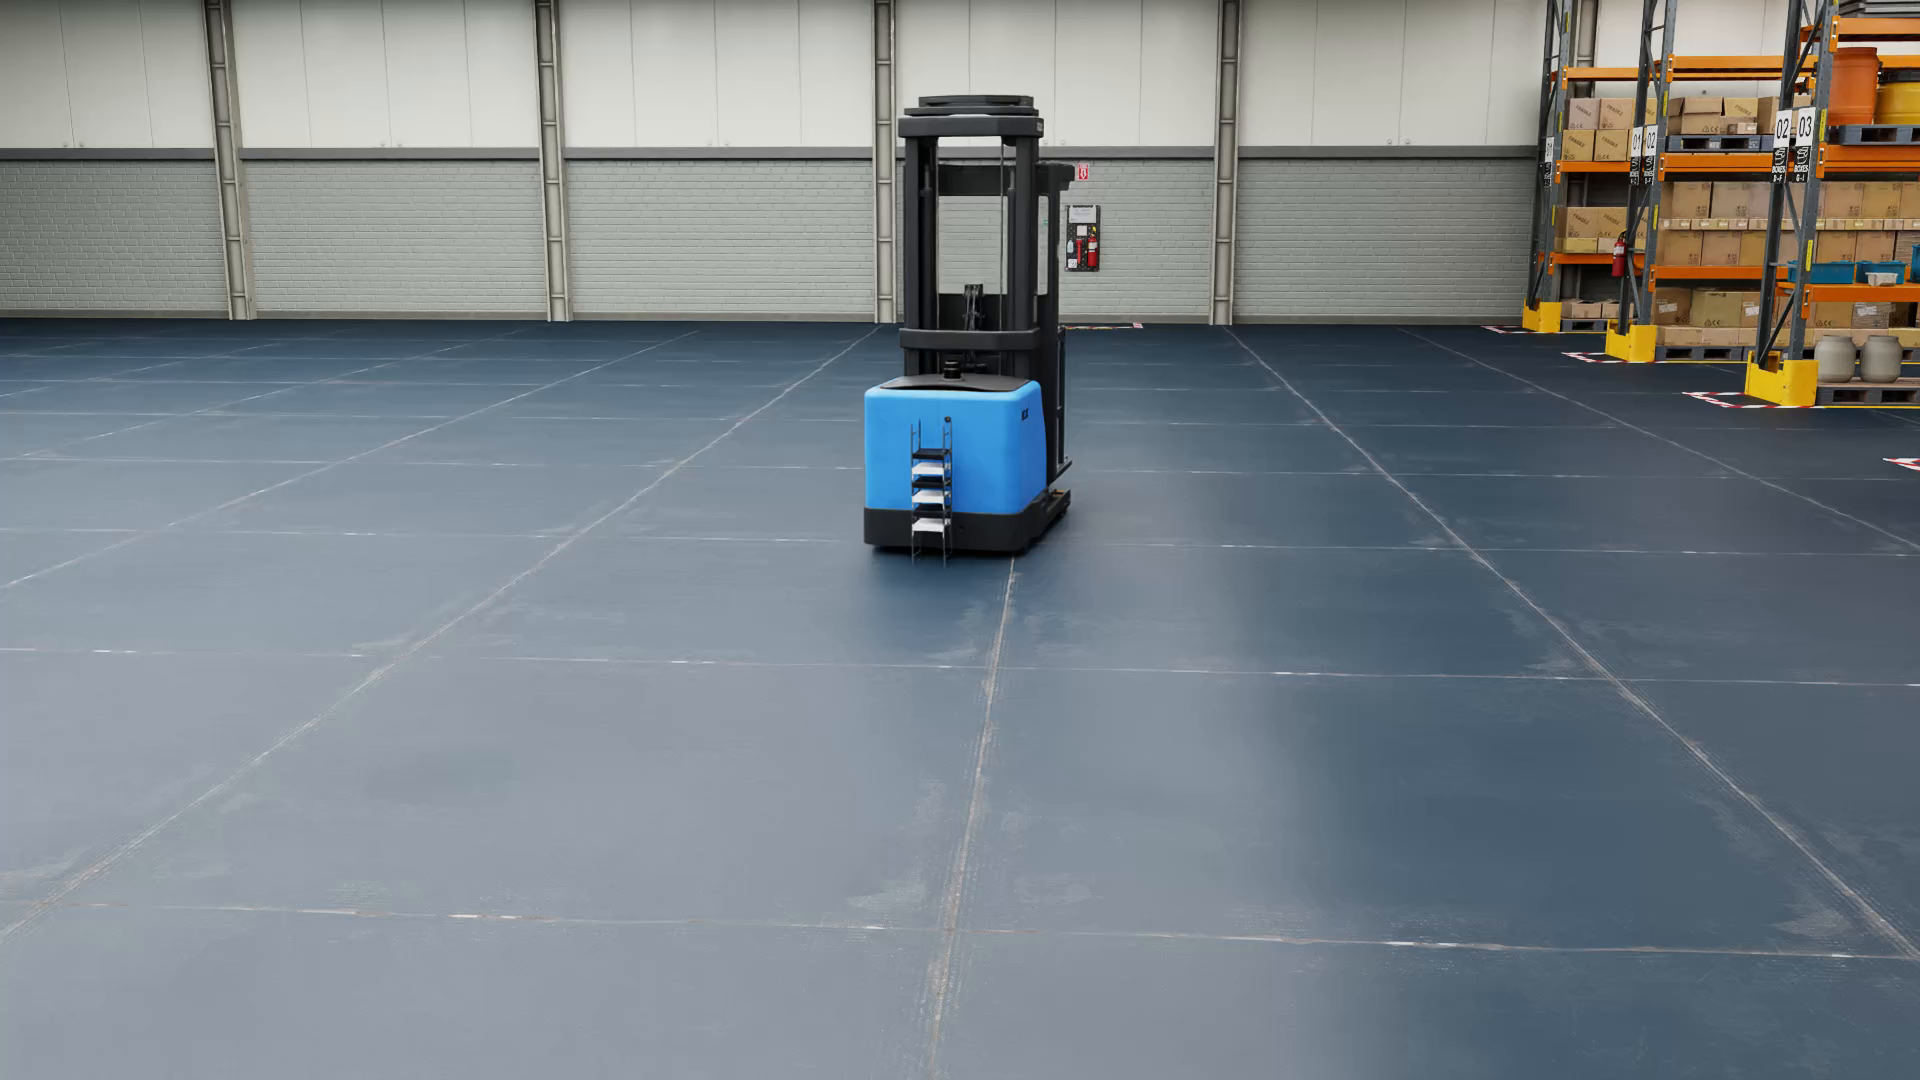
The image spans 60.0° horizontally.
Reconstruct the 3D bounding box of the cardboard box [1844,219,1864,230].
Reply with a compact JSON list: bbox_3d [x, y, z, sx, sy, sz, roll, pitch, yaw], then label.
[{"bbox_3d":[12.244,-4.351,22.915,0.250,0.149,0.380,1,12,3],"label":"cardboard box"}]

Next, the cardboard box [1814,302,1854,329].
[{"bbox_3d":[12.071,-3.214,23.166,0.500,0.500,0.500,1,12,4],"label":"cardboard box"}]

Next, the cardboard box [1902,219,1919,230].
[{"bbox_3d":[13.013,-4.341,22.864,0.250,0.149,0.380,1,12,3],"label":"cardboard box"}]

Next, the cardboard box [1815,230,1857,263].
[{"bbox_3d":[12.075,-4.078,23.192,0.500,0.500,0.700,1,12,5],"label":"cardboard box"}]

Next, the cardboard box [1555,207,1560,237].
[{"bbox_3d":[10.366,-5.418,28.327,0.500,0.500,0.500,1,12,3],"label":"cardboard box"}]

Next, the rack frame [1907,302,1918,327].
[{"bbox_3d":[13.545,-4.010,23.114,0.127,3.000,1.000,1,12,4],"label":"rack frame"}]

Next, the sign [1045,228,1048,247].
[{"bbox_3d":[1.643,-5.414,29.738,0.234,0.329,0.001,1,12,4],"label":"sign"}]

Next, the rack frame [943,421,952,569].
[{"bbox_3d":[-0.077,-0.285,10.431,0.006,0.900,0.240,2,12,11],"label":"rack frame"}]

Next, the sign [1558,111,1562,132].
[{"bbox_3d":[9.845,-6.862,27.288,0.005,0.325,0.100,1,12,4],"label":"sign"}]

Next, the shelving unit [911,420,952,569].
[{"bbox_3d":[-0.177,-0.289,10.451,0.210,0.900,0.258,2,12,11],"label":"shelving unit"}]

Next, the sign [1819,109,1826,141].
[{"bbox_3d":[9.178,-4.414,17.694,0.005,0.325,0.100,1,12,4],"label":"sign"}]

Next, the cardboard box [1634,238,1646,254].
[{"bbox_3d":[11.374,-4.930,27.826,0.500,0.250,0.500,1,12,3],"label":"cardboard box"}]

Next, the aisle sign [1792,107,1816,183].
[{"bbox_3d":[9.128,-4.267,17.991,0.004,0.787,0.394,1,12,4],"label":"aisle sign"}]

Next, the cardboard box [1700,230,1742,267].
[{"bbox_3d":[10.543,-4.099,23.293,0.500,0.500,0.700,1,12,5],"label":"cardboard box"}]

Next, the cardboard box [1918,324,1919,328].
[{"bbox_3d":[13.978,-2.924,23.609,0.500,0.250,0.500,1,12,3],"label":"cardboard box"}]

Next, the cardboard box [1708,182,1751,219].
[{"bbox_3d":[10.597,-4.733,23.157,0.500,0.500,0.700,0,12,2],"label":"cardboard box"}]

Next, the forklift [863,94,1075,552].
[{"bbox_3d":[0.199,-1.614,11.824,1.130,2.935,3.031,3,12,13],"label":"forklift"}]

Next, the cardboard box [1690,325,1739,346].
[{"bbox_3d":[10.573,-2.866,23.333,0.500,0.250,0.500,1,12,4],"label":"cardboard box"}]

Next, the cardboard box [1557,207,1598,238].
[{"bbox_3d":[10.338,-5.313,27.826,0.500,0.500,0.500,1,12,4],"label":"cardboard box"}]

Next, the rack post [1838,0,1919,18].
[{"bbox_3d":[9.965,-5.709,17.802,0.954,0.300,0.937,2,12,10],"label":"rack post"}]

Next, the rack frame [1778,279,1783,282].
[{"bbox_3d":[13.873,-5.023,27.952,0.127,3.000,1.000,1,12,4],"label":"rack frame"}]

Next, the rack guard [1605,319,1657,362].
[{"bbox_3d":[9.530,-2.842,23.633,0.348,0.500,1.175,1,12,4],"label":"rack guard"}]

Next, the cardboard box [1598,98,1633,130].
[{"bbox_3d":[10.747,-7.022,27.448,0.500,0.500,0.500,1,12,3],"label":"cardboard box"}]

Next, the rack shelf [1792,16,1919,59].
[{"bbox_3d":[11.215,-5.415,17.908,4.000,0.370,1.077,1,12,4],"label":"rack shelf"}]

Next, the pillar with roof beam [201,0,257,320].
[{"bbox_3d":[-13.596,-7.630,25.764,0.400,9.000,9.100,1,12,4],"label":"pillar with roof beam"}]

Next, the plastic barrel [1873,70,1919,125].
[{"bbox_3d":[10.365,-4.830,18.219,0.600,0.588,0.600,0,12,0],"label":"plastic barrel"}]

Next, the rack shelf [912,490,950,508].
[{"bbox_3d":[-0.177,-0.256,10.458,0.200,0.077,0.258,2,12,11],"label":"rack shelf"}]

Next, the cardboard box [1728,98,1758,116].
[{"bbox_3d":[12.804,-6.996,27.324,0.500,0.500,0.500,1,12,7],"label":"cardboard box"}]

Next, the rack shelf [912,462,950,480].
[{"bbox_3d":[-0.177,-0.432,10.421,0.200,0.077,0.258,2,12,11],"label":"rack shelf"}]

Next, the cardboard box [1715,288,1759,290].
[{"bbox_3d":[11.108,-3.335,23.742,0.500,0.500,0.500,1,12,4],"label":"cardboard box"}]

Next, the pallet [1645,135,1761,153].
[{"bbox_3d":[10.258,-5.475,23.006,1.213,0.211,1.003,1,12,4],"label":"pallet"}]

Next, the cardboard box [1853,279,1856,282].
[{"bbox_3d":[15.048,-4.369,28.029,0.500,0.250,0.500,1,12,3],"label":"cardboard box"}]

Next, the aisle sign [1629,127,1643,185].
[{"bbox_3d":[9.508,-5.399,23.401,0.004,0.787,0.394,1,12,4],"label":"aisle sign"}]

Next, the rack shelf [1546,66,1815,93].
[{"bbox_3d":[11.877,-7.633,27.543,4.000,0.370,1.077,1,12,4],"label":"rack shelf"}]

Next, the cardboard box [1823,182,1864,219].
[{"bbox_3d":[12.098,-4.713,23.059,0.500,0.500,0.700,1,12,4],"label":"cardboard box"}]

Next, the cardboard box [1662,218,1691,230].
[{"bbox_3d":[9.931,-4.382,23.063,0.250,0.149,0.380,1,12,3],"label":"cardboard box"}]

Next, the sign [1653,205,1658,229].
[{"bbox_3d":[9.511,-4.414,22.738,0.005,0.325,0.100,1,12,4],"label":"sign"}]

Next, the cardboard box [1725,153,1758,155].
[{"bbox_3d":[12.848,-6.515,27.470,0.500,0.500,0.500,0,12,-1],"label":"cardboard box"}]

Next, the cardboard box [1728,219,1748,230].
[{"bbox_3d":[10.695,-4.372,23.012,0.250,0.149,0.380,1,12,3],"label":"cardboard box"}]

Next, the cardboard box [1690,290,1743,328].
[{"bbox_3d":[10.573,-3.233,23.255,0.500,0.500,0.500,1,12,4],"label":"cardboard box"}]

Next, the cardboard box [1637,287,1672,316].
[{"bbox_3d":[11.863,-4.013,28.158,0.500,0.500,0.700,0,12,0],"label":"cardboard box"}]

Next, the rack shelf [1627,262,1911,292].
[{"bbox_3d":[11.550,-3.686,23.319,4.000,0.370,1.077,1,12,4],"label":"rack shelf"}]

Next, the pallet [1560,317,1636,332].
[{"bbox_3d":[10.766,-3.693,28.407,1.213,0.211,1.003,1,12,4],"label":"pallet"}]

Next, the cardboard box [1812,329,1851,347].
[{"bbox_3d":[12.070,-2.845,23.230,0.500,0.250,0.500,1,12,4],"label":"cardboard box"}]

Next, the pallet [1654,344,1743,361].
[{"bbox_3d":[10.320,-2.698,23.652,1.213,0.211,1.003,1,12,4],"label":"pallet"}]

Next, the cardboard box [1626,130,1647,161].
[{"bbox_3d":[11.250,-6.528,27.529,0.500,0.500,0.500,1,12,6],"label":"cardboard box"}]

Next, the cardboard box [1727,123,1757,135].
[{"bbox_3d":[10.716,-5.632,22.788,0.250,0.149,0.380,1,12,4],"label":"cardboard box"}]

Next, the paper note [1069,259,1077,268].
[{"bbox_3d":[2.016,-4.953,29.774,0.142,0.148,0.016,1,12,4],"label":"paper note"}]

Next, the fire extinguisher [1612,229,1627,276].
[{"bbox_3d":[9.467,-4.124,23.845,0.183,0.674,0.296,1,12,4],"label":"fire extinguisher"}]

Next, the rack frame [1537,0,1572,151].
[{"bbox_3d":[9.881,-8.014,27.600,0.127,3.000,1.000,1,12,4],"label":"rack frame"}]

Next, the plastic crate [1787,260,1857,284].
[{"bbox_3d":[9.739,-3.035,18.813,0.616,0.251,0.499,1,12,4],"label":"plastic crate"}]

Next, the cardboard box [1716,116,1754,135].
[{"bbox_3d":[10.721,-5.772,23.209,0.500,0.250,0.500,1,12,4],"label":"cardboard box"}]

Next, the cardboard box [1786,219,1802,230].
[{"bbox_3d":[11.465,-4.361,22.962,0.250,0.149,0.380,1,12,4],"label":"cardboard box"}]

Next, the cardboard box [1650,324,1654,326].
[{"bbox_3d":[10.109,-2.978,23.868,0.500,0.250,0.500,1,12,4],"label":"cardboard box"}]
